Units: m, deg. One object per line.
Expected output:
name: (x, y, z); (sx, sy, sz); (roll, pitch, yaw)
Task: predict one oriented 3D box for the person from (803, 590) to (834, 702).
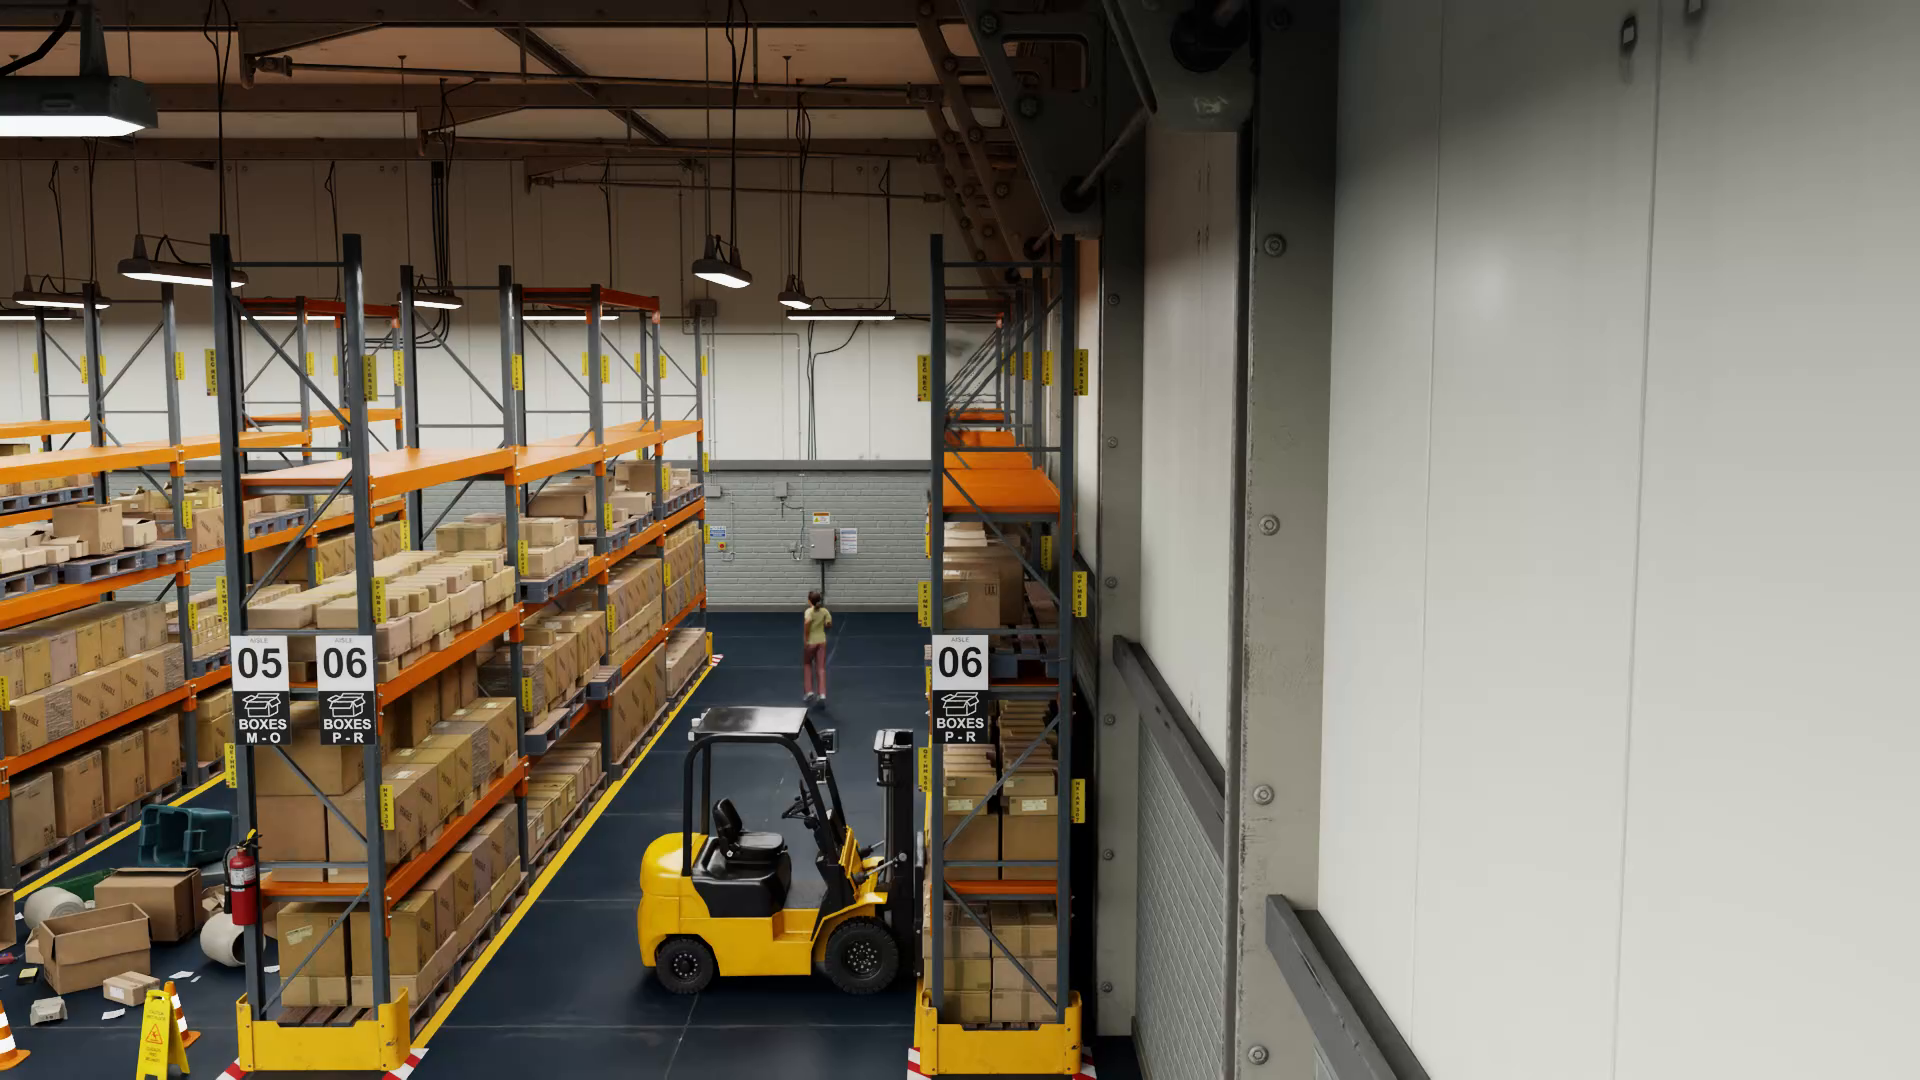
person: (-2.117, 1.615, 24.752); (0.547, 1.731, 0.756); (-3, 7, -23)
